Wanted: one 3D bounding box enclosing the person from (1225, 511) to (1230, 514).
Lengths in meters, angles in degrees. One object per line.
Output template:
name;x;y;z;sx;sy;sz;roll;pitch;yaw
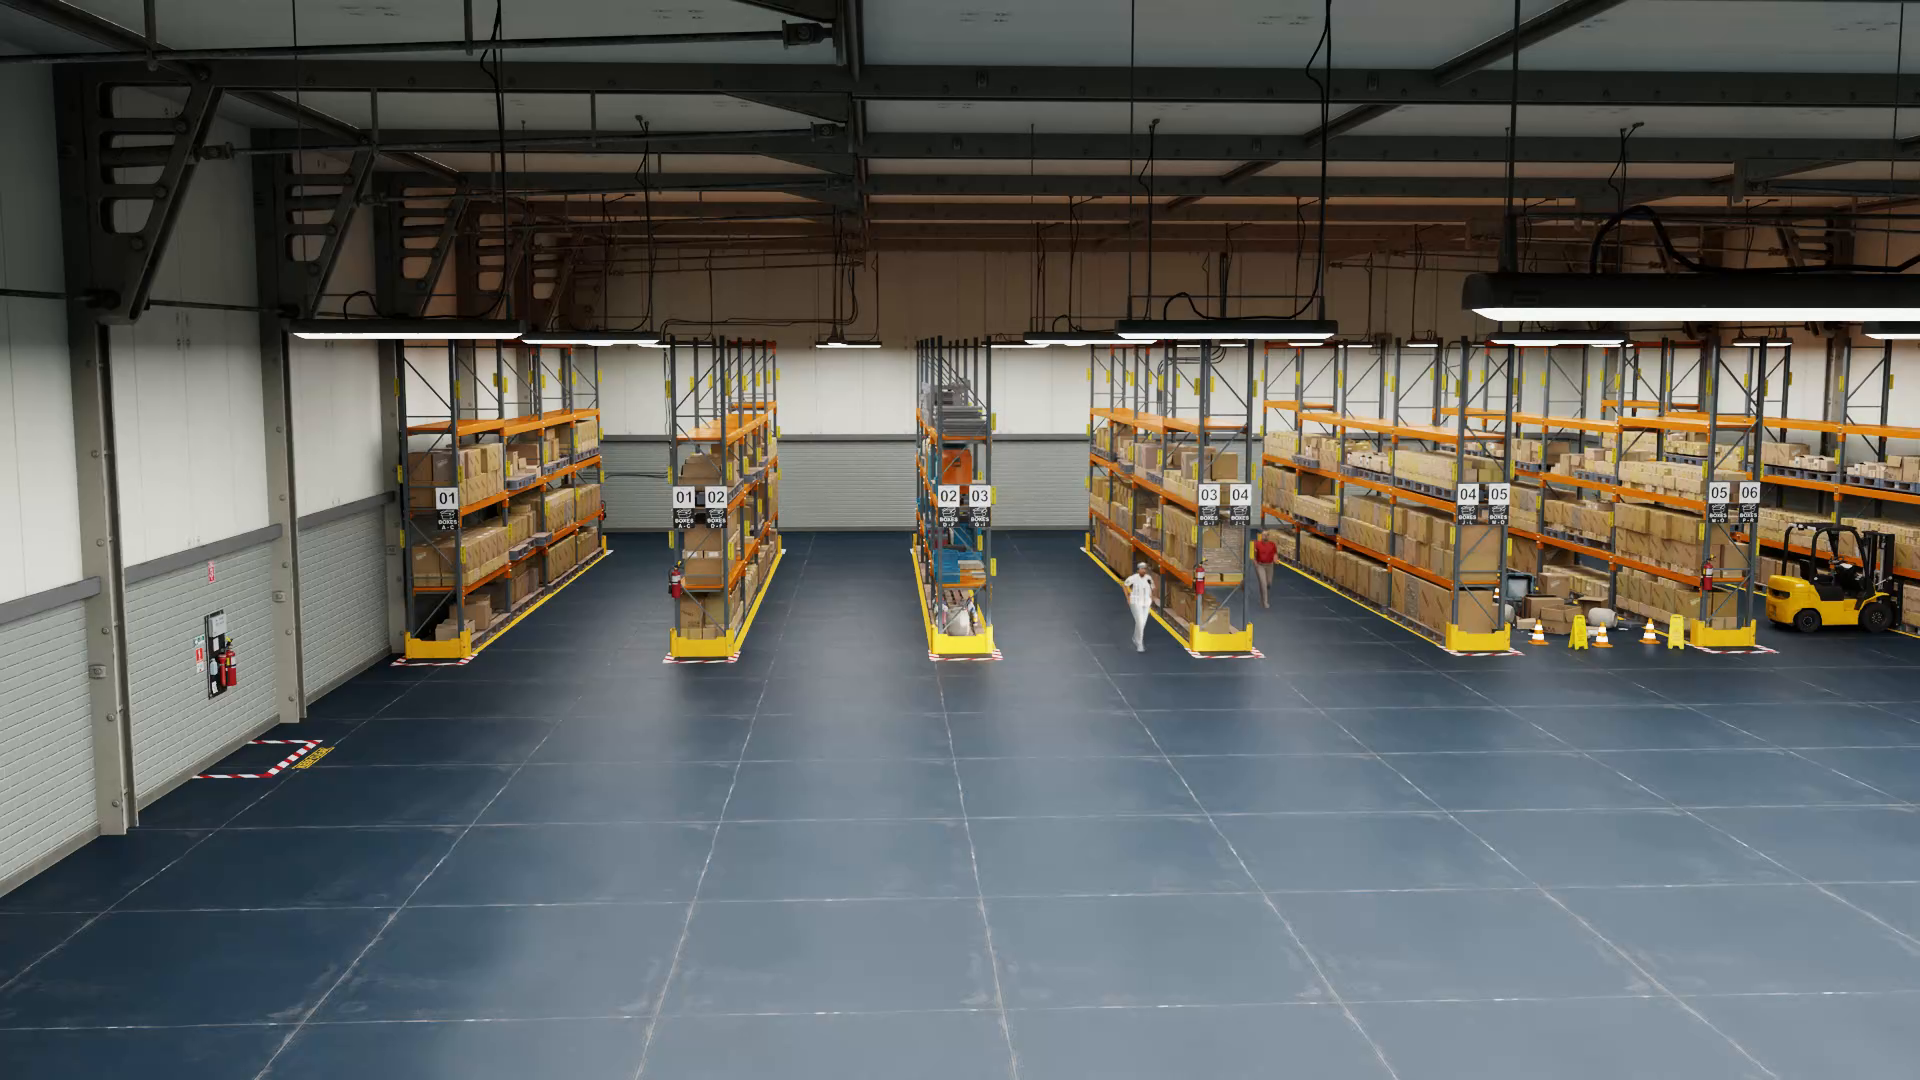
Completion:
person;7.879;-0.723;48.806;0.646;1.632;0.657;-2;7;-21

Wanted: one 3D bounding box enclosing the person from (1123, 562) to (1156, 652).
person;3.470;1.286;32.015;0.581;1.739;0.751;-2;7;-21

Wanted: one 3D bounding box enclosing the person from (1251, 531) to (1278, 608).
person;6.841;0.644;37.466;0.663;1.717;0.819;-1;7;-9
